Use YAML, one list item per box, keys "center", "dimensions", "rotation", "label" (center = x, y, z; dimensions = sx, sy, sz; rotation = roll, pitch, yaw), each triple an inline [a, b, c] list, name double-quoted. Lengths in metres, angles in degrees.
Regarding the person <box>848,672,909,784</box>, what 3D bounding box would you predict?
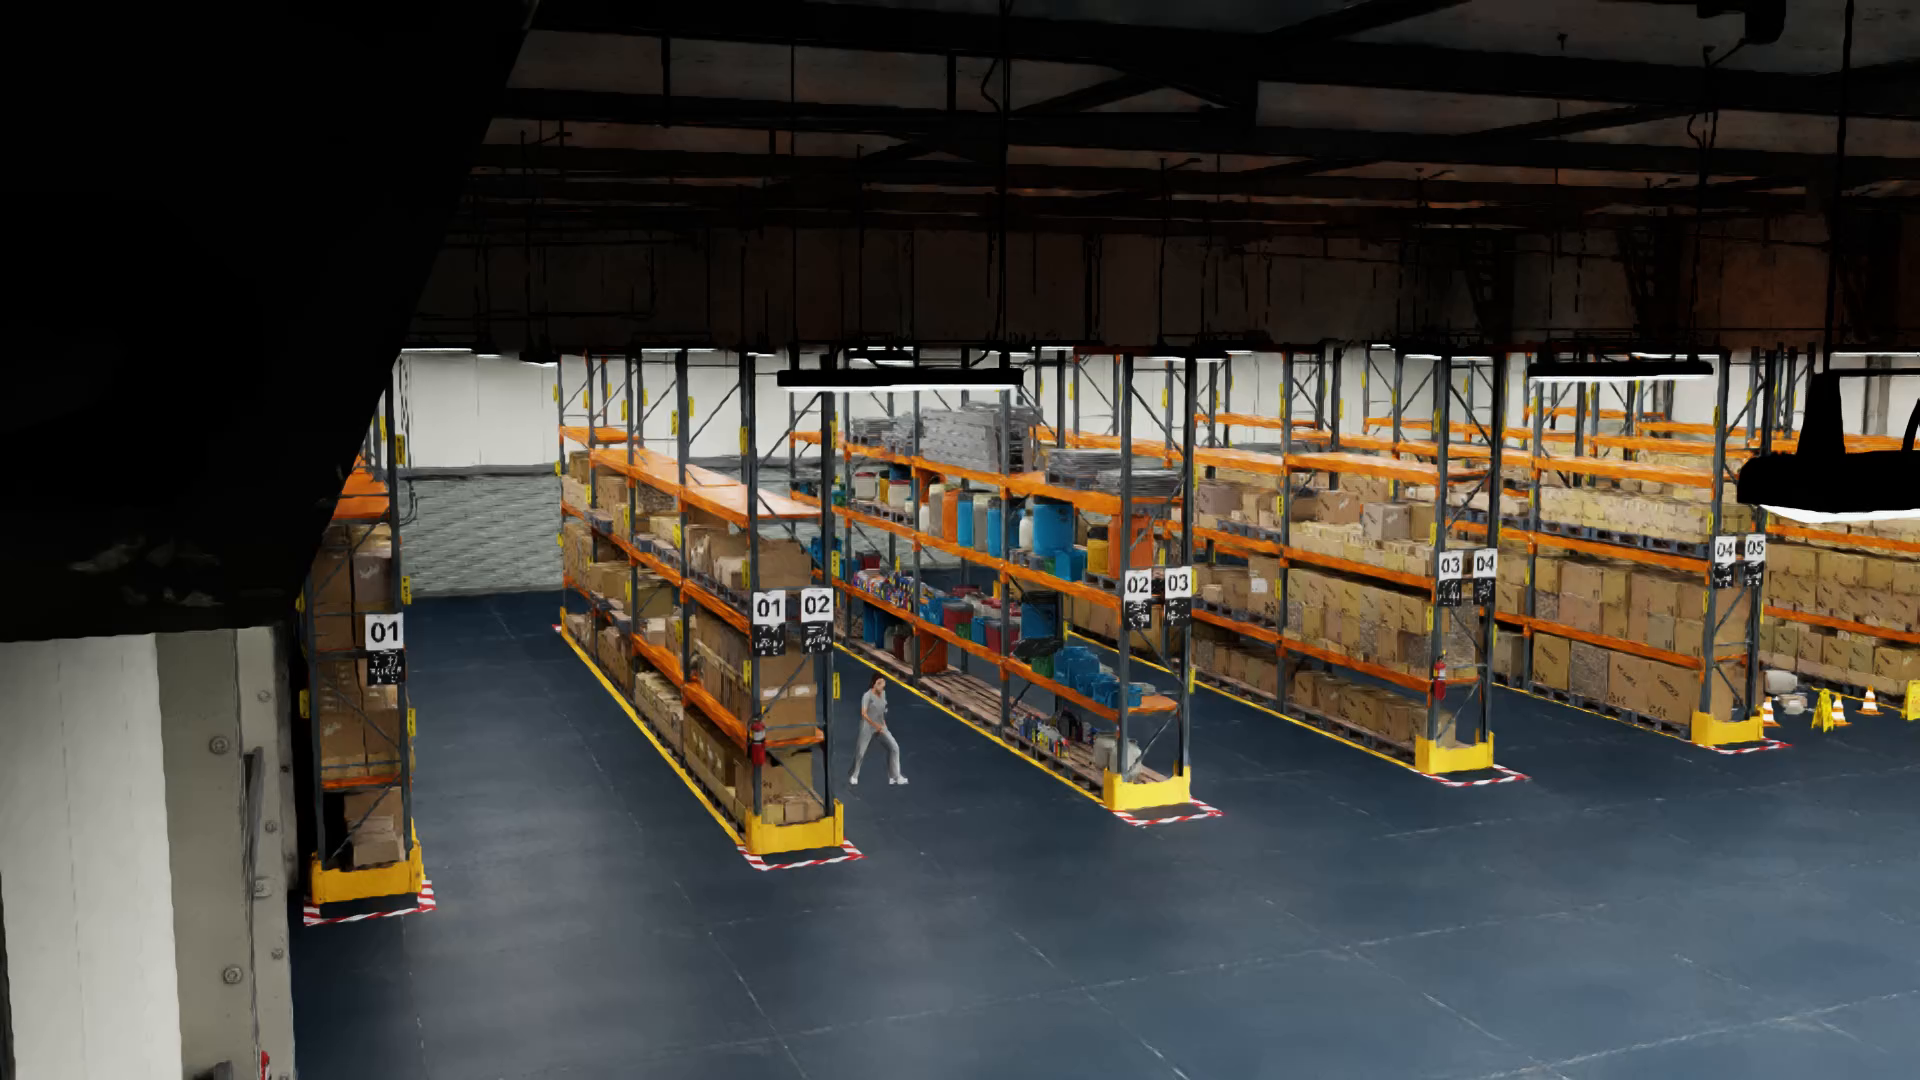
- center: [-1.185, 2.603, 23.076]
  dimensions: [0.613, 1.607, 0.800]
  rotation: [-6, 9, -40]
  label: "person"
